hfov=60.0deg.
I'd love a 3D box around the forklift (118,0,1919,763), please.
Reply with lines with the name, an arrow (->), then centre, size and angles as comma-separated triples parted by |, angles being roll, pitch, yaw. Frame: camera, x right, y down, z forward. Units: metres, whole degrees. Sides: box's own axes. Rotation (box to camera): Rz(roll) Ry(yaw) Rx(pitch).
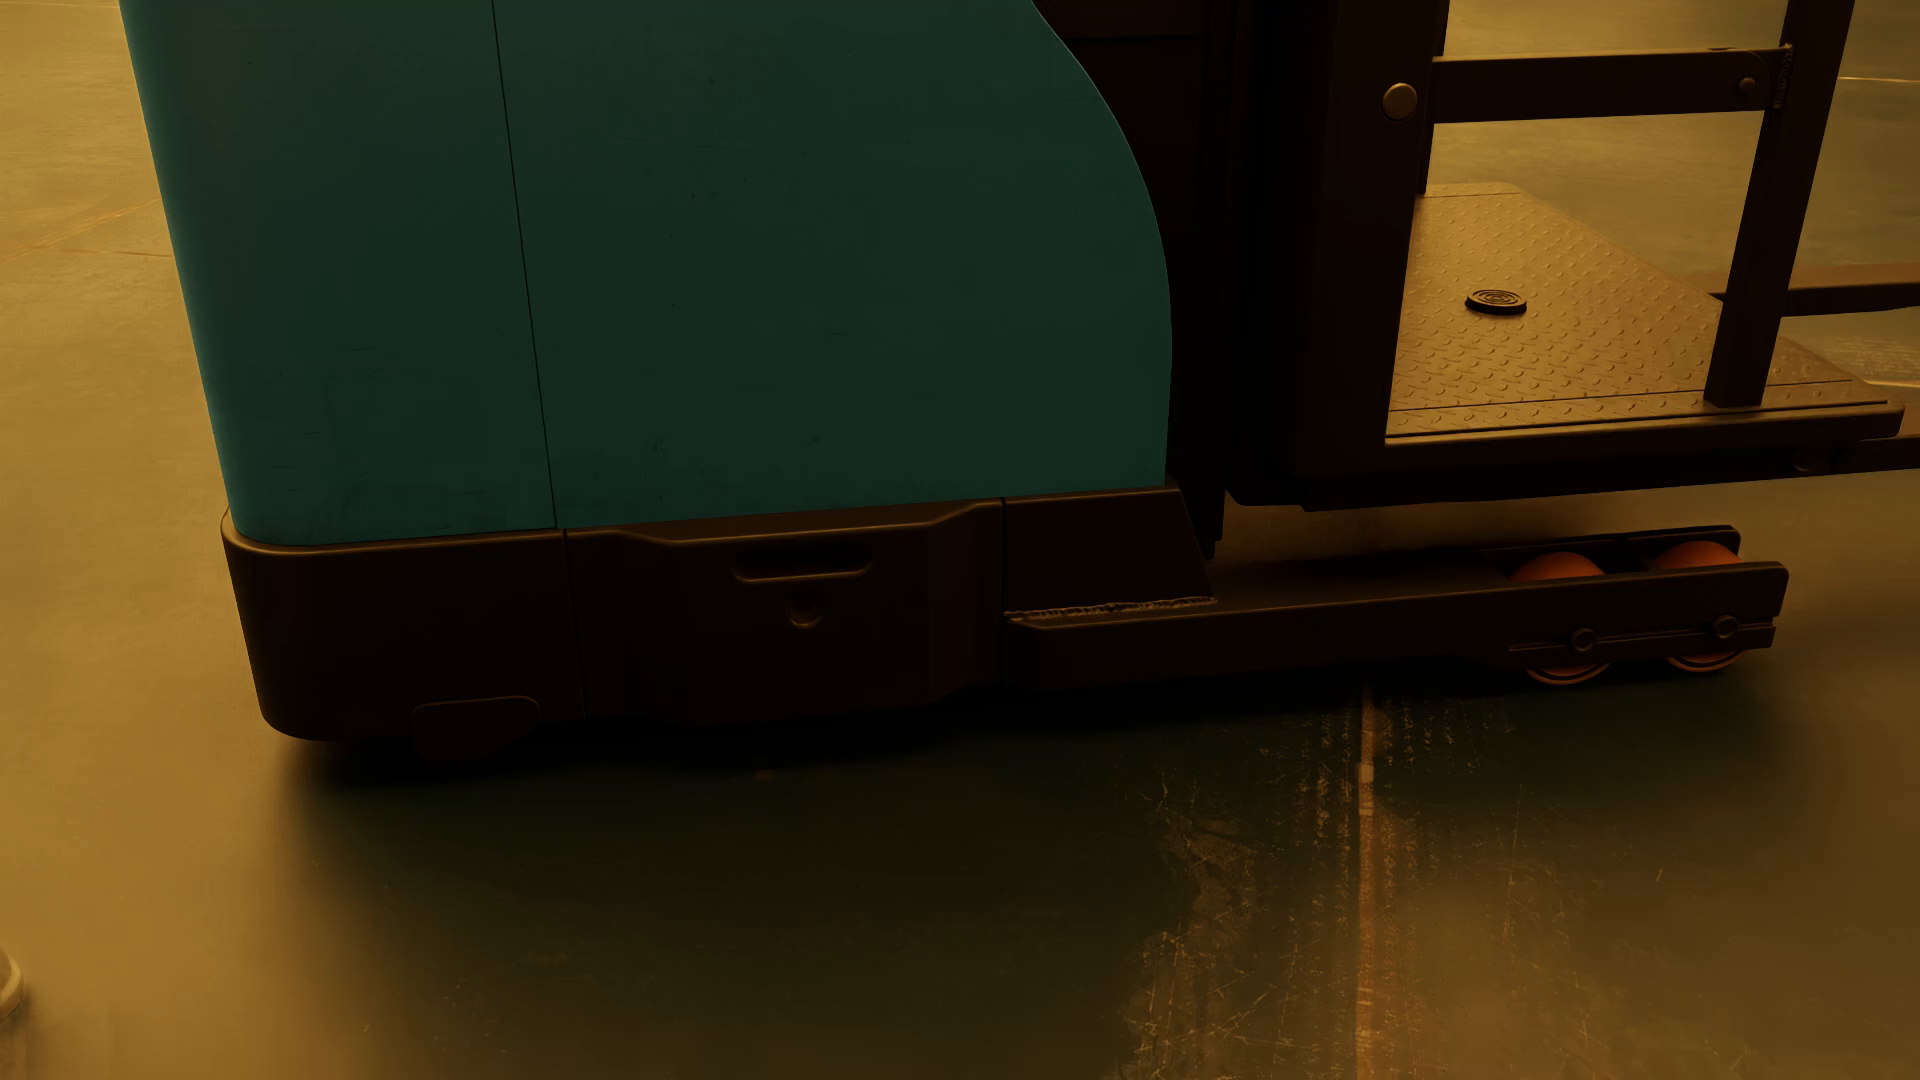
forklift -> 0.600, -1.354, 1.930 | 3.031, 2.935, 1.130 | -4, 27, -9
